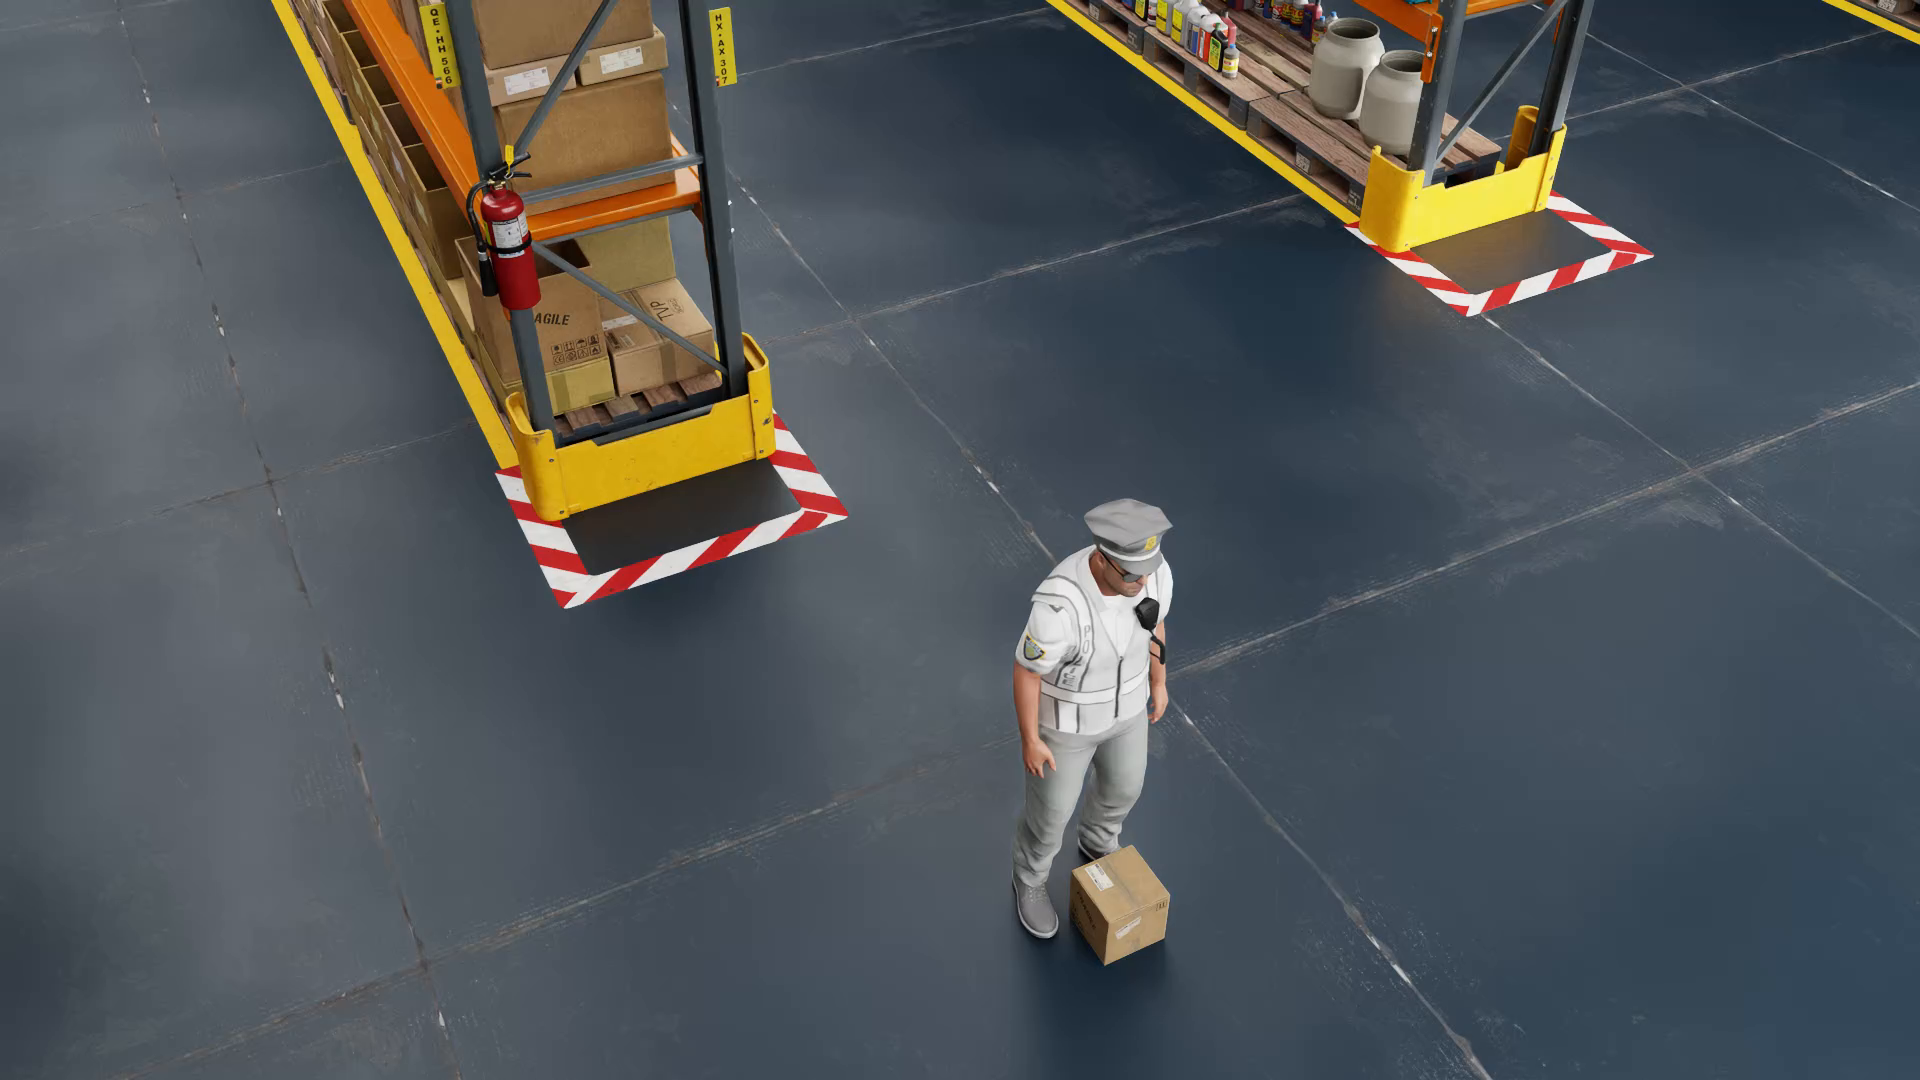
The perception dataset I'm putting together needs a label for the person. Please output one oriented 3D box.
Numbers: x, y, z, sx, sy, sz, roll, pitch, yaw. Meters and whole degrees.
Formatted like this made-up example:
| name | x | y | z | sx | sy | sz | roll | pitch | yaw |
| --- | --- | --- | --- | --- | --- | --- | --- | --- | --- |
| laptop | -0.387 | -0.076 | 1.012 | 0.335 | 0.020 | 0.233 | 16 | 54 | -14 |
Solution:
| name | x | y | z | sx | sy | sz | roll | pitch | yaw |
| --- | --- | --- | --- | --- | --- | --- | --- | --- | --- |
| person | 0.426 | 0.550 | 5.518 | 0.606 | 1.749 | 0.433 | -21 | 45 | -23 |
